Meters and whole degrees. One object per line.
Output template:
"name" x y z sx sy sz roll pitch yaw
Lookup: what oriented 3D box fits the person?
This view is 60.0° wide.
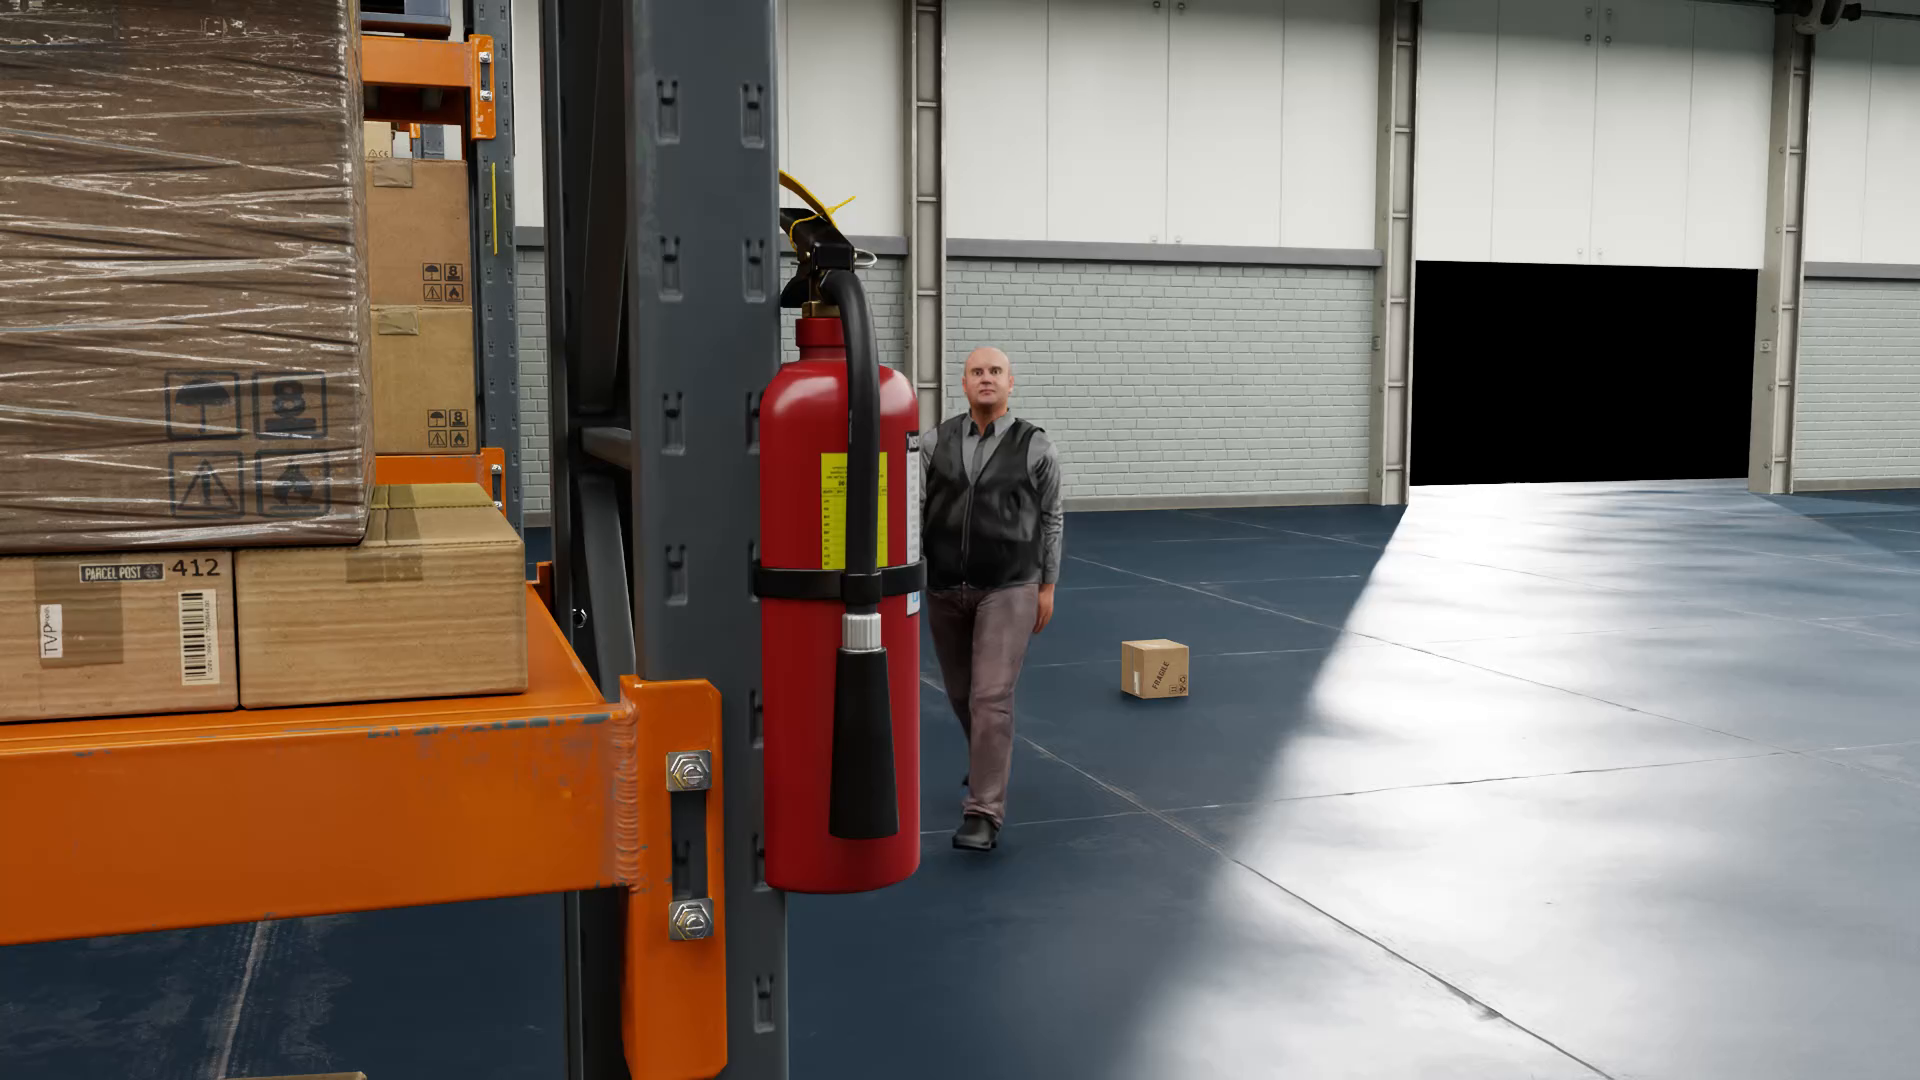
"person" 0.058 0.171 5.773 0.535 1.675 1.030 2 6 19
